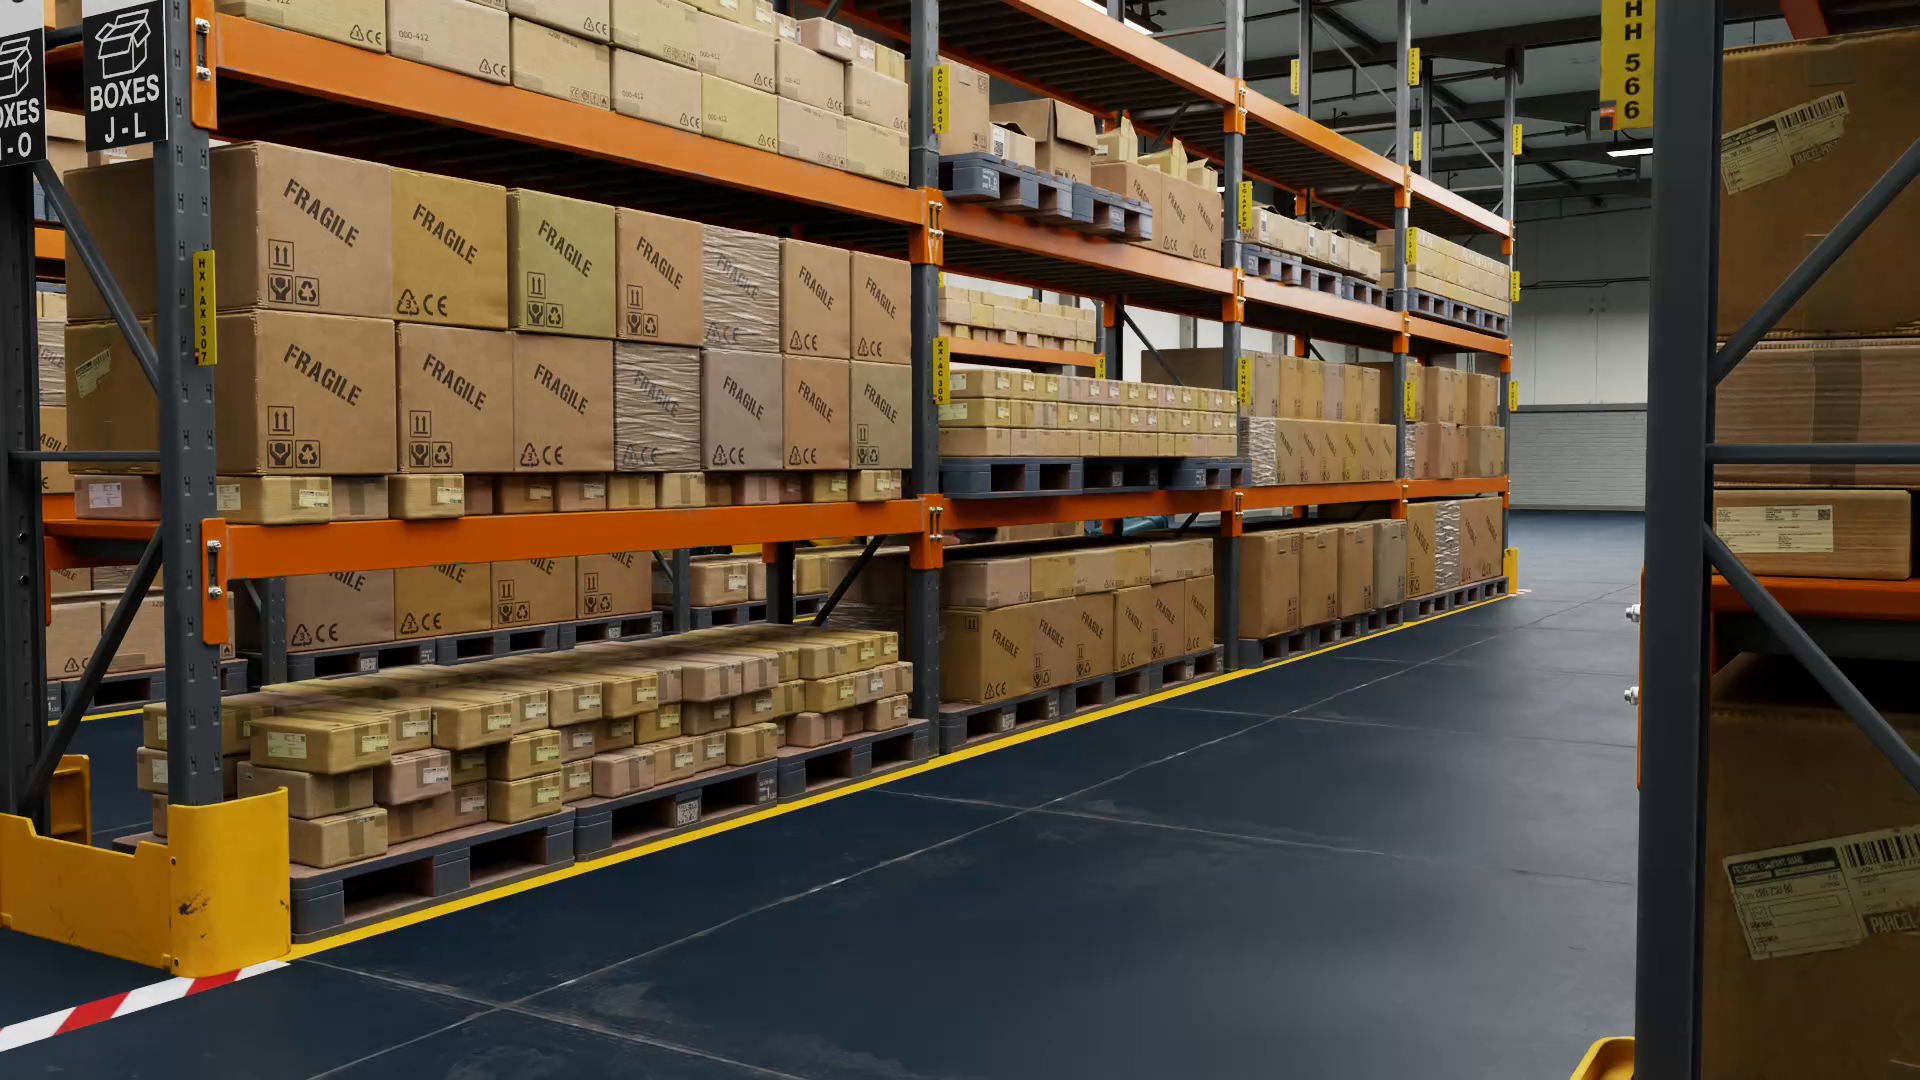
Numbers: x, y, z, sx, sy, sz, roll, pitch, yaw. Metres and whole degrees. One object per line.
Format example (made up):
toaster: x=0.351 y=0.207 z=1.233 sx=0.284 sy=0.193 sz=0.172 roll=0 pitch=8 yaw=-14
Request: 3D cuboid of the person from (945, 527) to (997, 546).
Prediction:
person: x=0.105 y=-0.014 z=13.315 sx=0.561 sy=1.724 sz=0.666 roll=-3 pitch=4 yaw=-45
